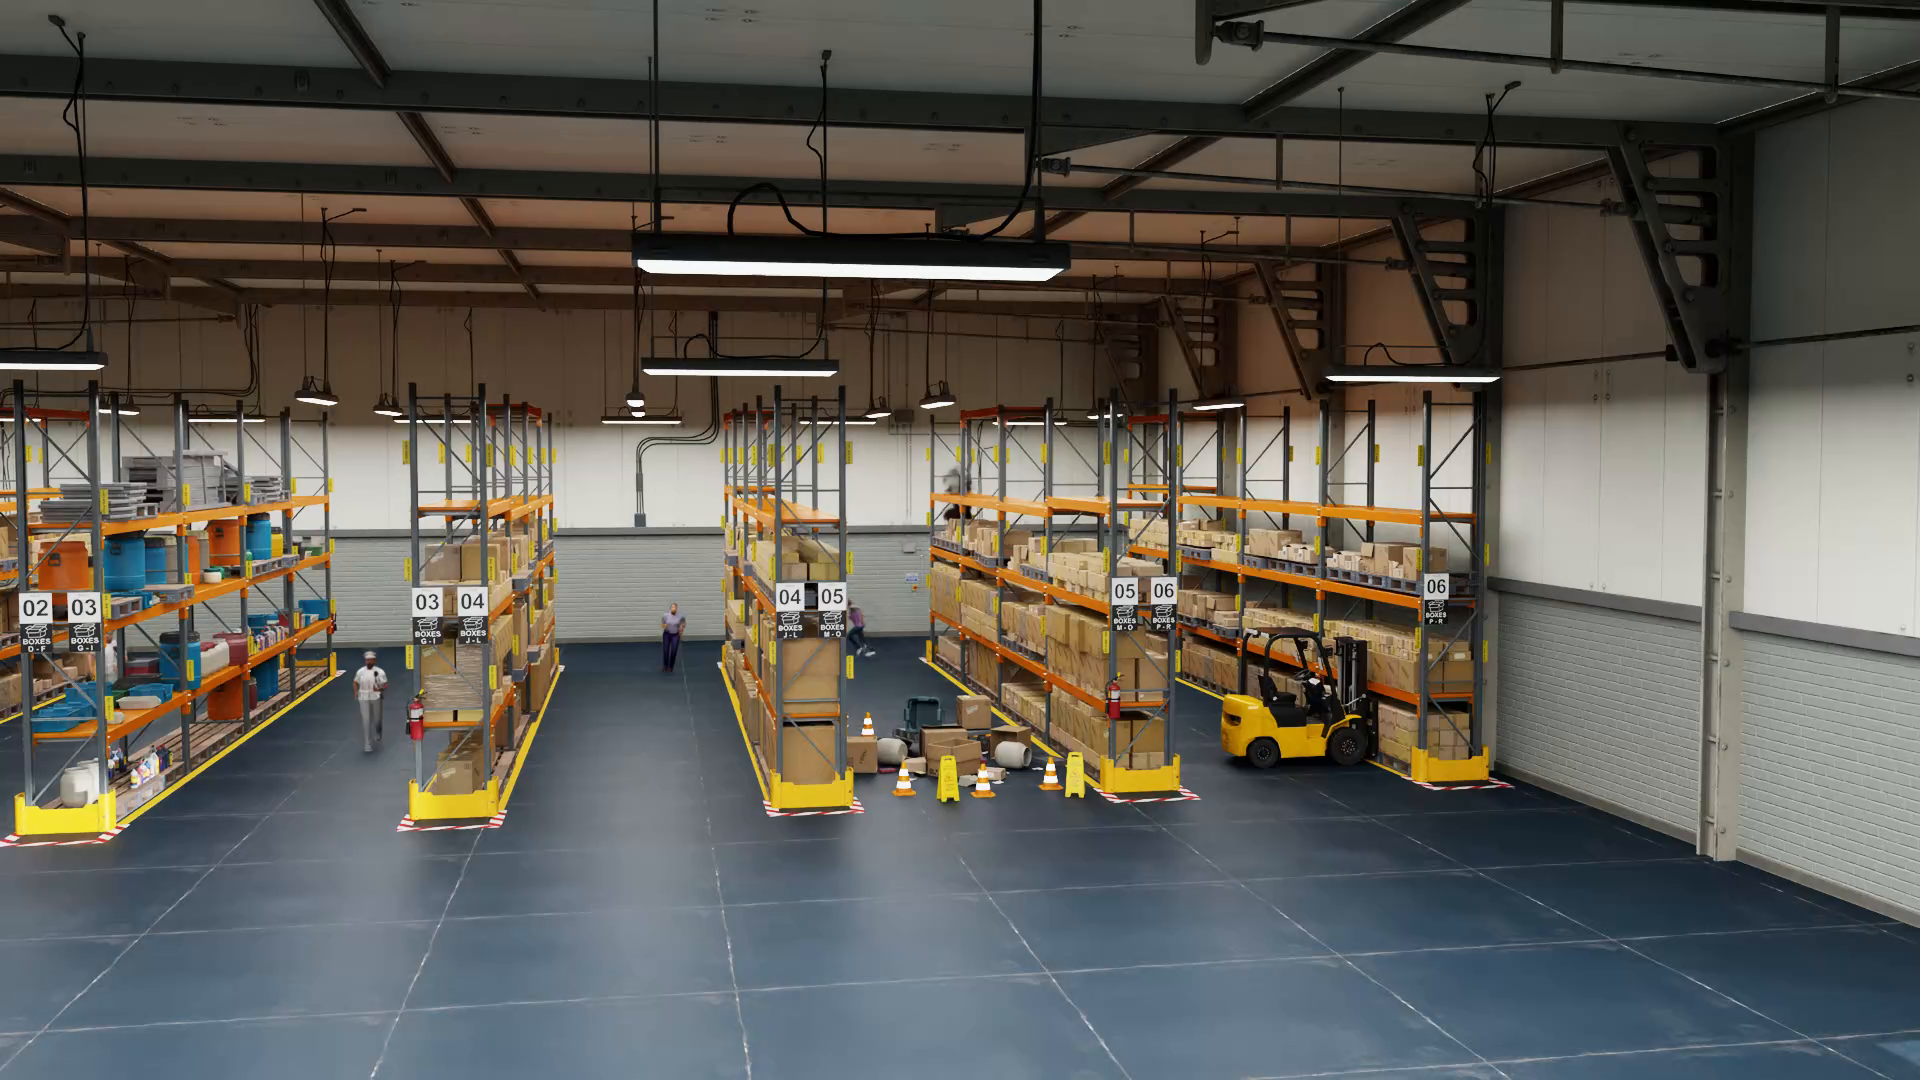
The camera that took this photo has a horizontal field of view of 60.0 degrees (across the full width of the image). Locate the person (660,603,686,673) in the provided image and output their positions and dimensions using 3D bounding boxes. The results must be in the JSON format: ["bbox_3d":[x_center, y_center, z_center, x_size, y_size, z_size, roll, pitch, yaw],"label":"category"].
[{"bbox_3d":[-6.633,2.268,38.420,0.559,1.647,0.735,0,3,-1],"label":"person"}]

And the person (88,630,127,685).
[{"bbox_3d":[-16.287,2.525,31.750,0.693,1.759,0.526,-1,3,-21],"label":"person"}]

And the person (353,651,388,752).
[{"bbox_3d":[-10.063,2.723,28.348,0.564,1.670,0.850,-1,3,-15],"label":"person"}]

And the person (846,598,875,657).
[{"bbox_3d":[-2.545,2.174,41.264,0.884,1.461,0.569,-1,3,-11],"label":"person"}]
